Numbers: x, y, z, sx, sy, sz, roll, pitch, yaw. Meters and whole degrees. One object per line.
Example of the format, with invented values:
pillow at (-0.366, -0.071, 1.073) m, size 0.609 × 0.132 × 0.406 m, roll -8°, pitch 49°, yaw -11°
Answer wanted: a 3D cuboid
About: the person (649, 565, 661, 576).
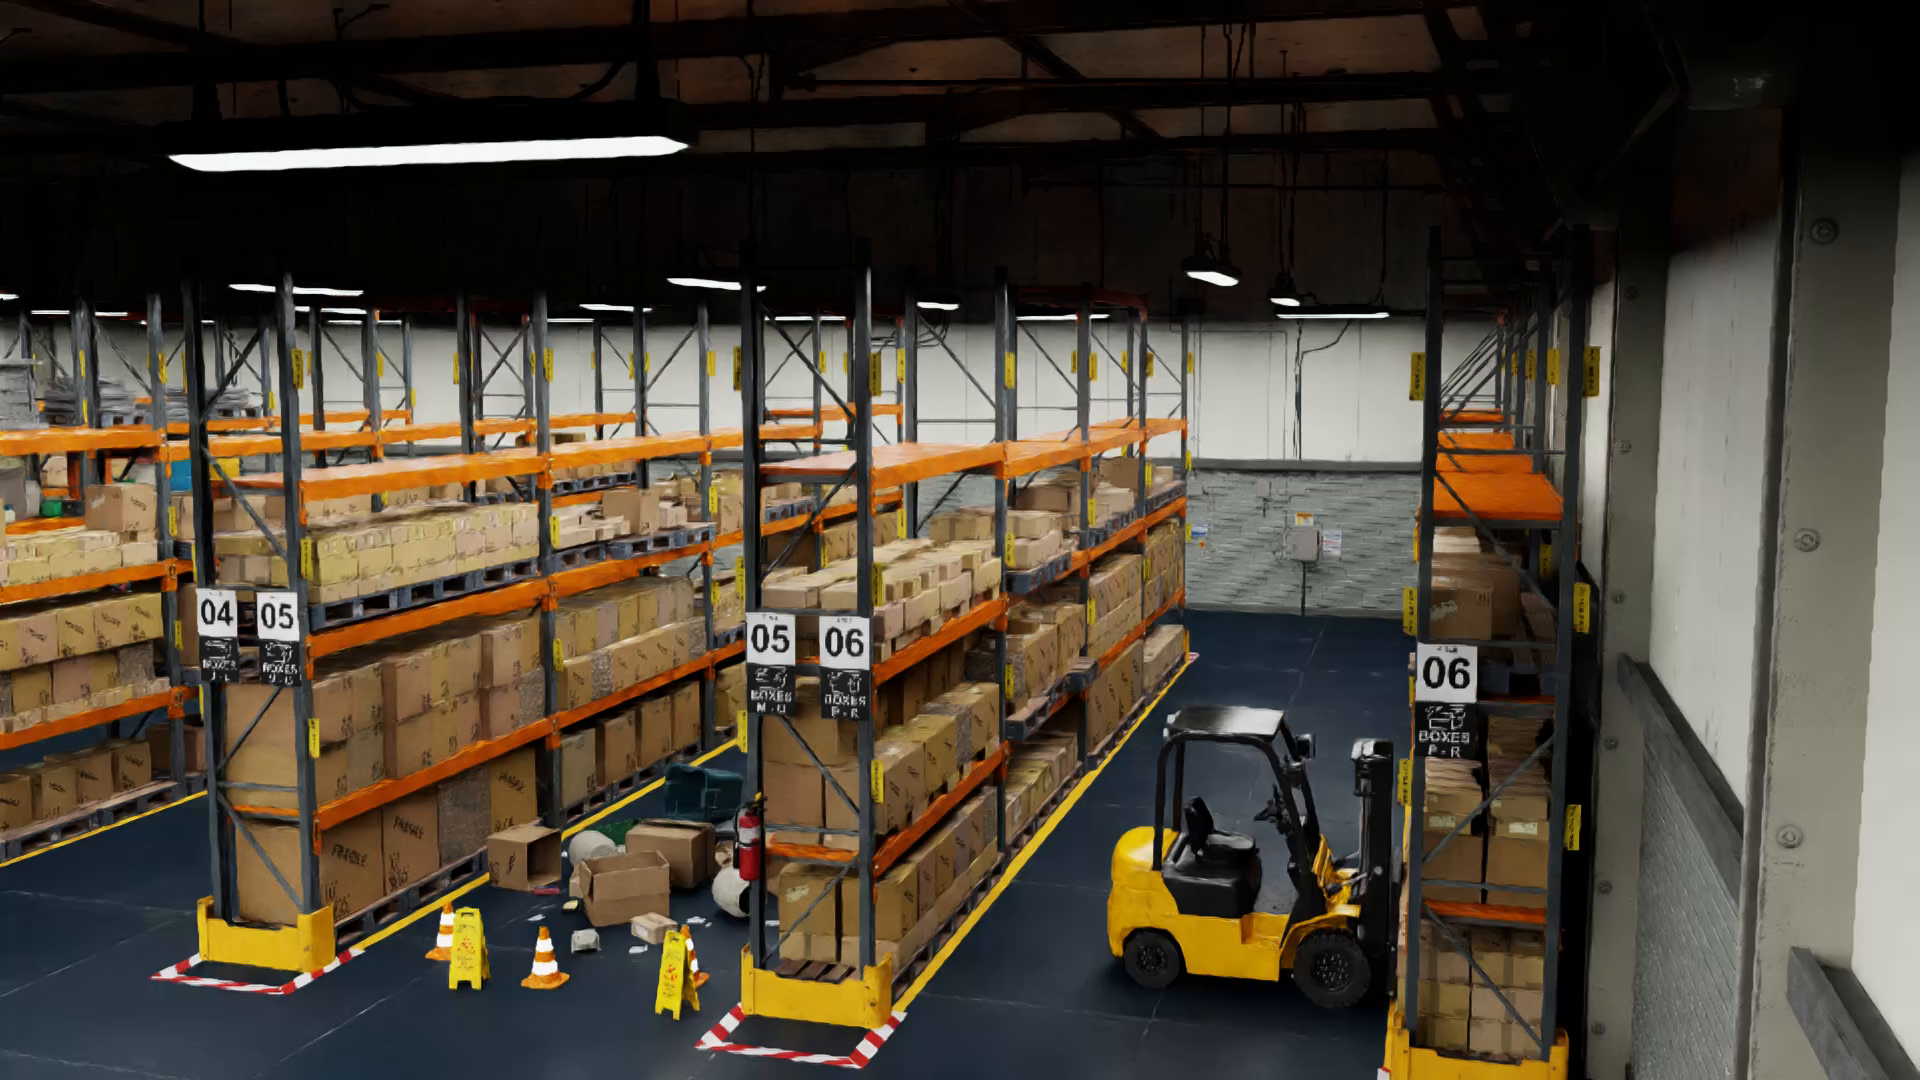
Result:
person at (-5.206, 1.154, 28.469) m, size 0.516 × 1.649 × 1.105 m, roll 2°, pitch 7°, yaw 14°
